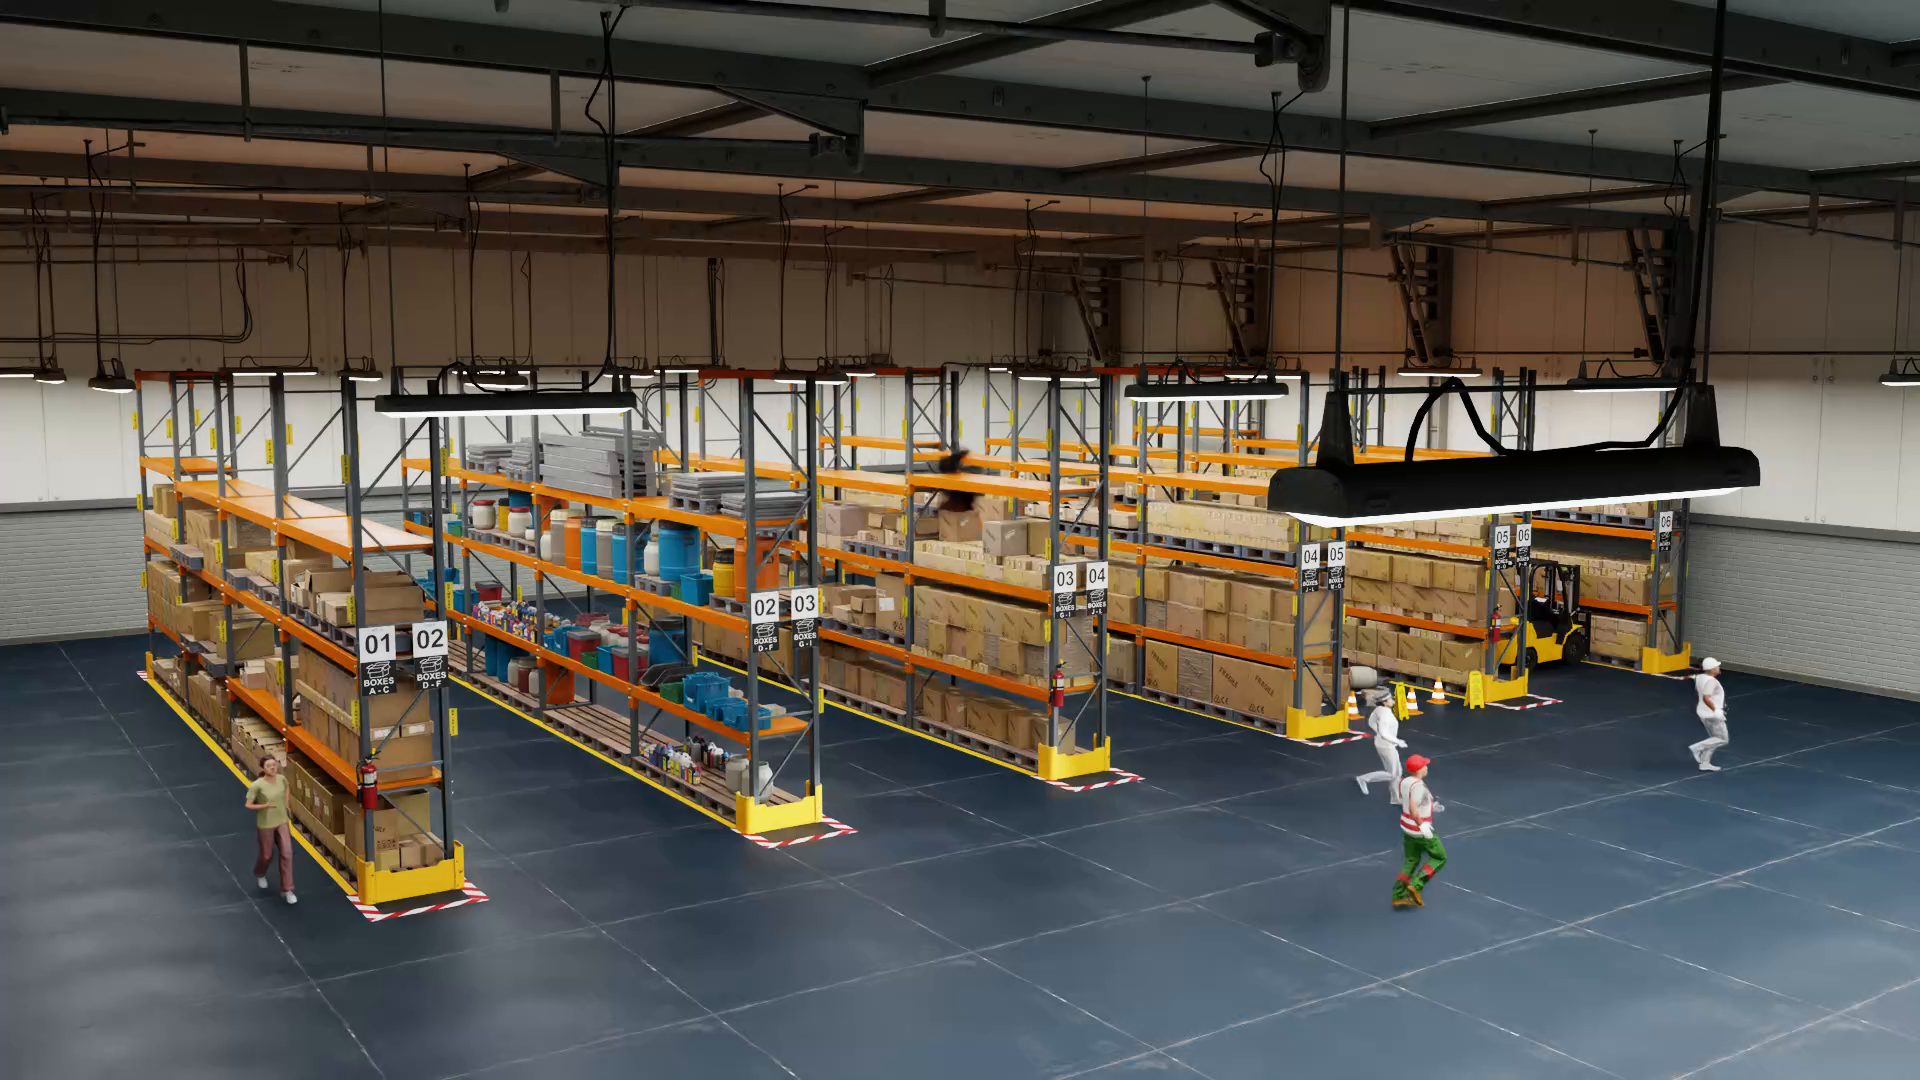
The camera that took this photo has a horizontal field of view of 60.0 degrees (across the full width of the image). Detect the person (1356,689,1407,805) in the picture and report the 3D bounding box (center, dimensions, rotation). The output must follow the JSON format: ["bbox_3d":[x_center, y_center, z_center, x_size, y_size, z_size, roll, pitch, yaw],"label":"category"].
[{"bbox_3d":[5.939,2.891,23.297,0.773,1.657,0.633,1,6,5],"label":"person"}]

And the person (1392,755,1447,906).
[{"bbox_3d":[5.262,3.306,18.960,0.650,1.743,0.646,-2,7,-15],"label":"person"}]

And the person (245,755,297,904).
[{"bbox_3d":[-7.950,3.304,19.232,0.580,1.659,0.936,-6,9,-42],"label":"person"}]

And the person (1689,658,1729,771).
[{"bbox_3d":[11.337,2.637,25.159,0.599,1.733,0.686,1,6,7],"label":"person"}]
